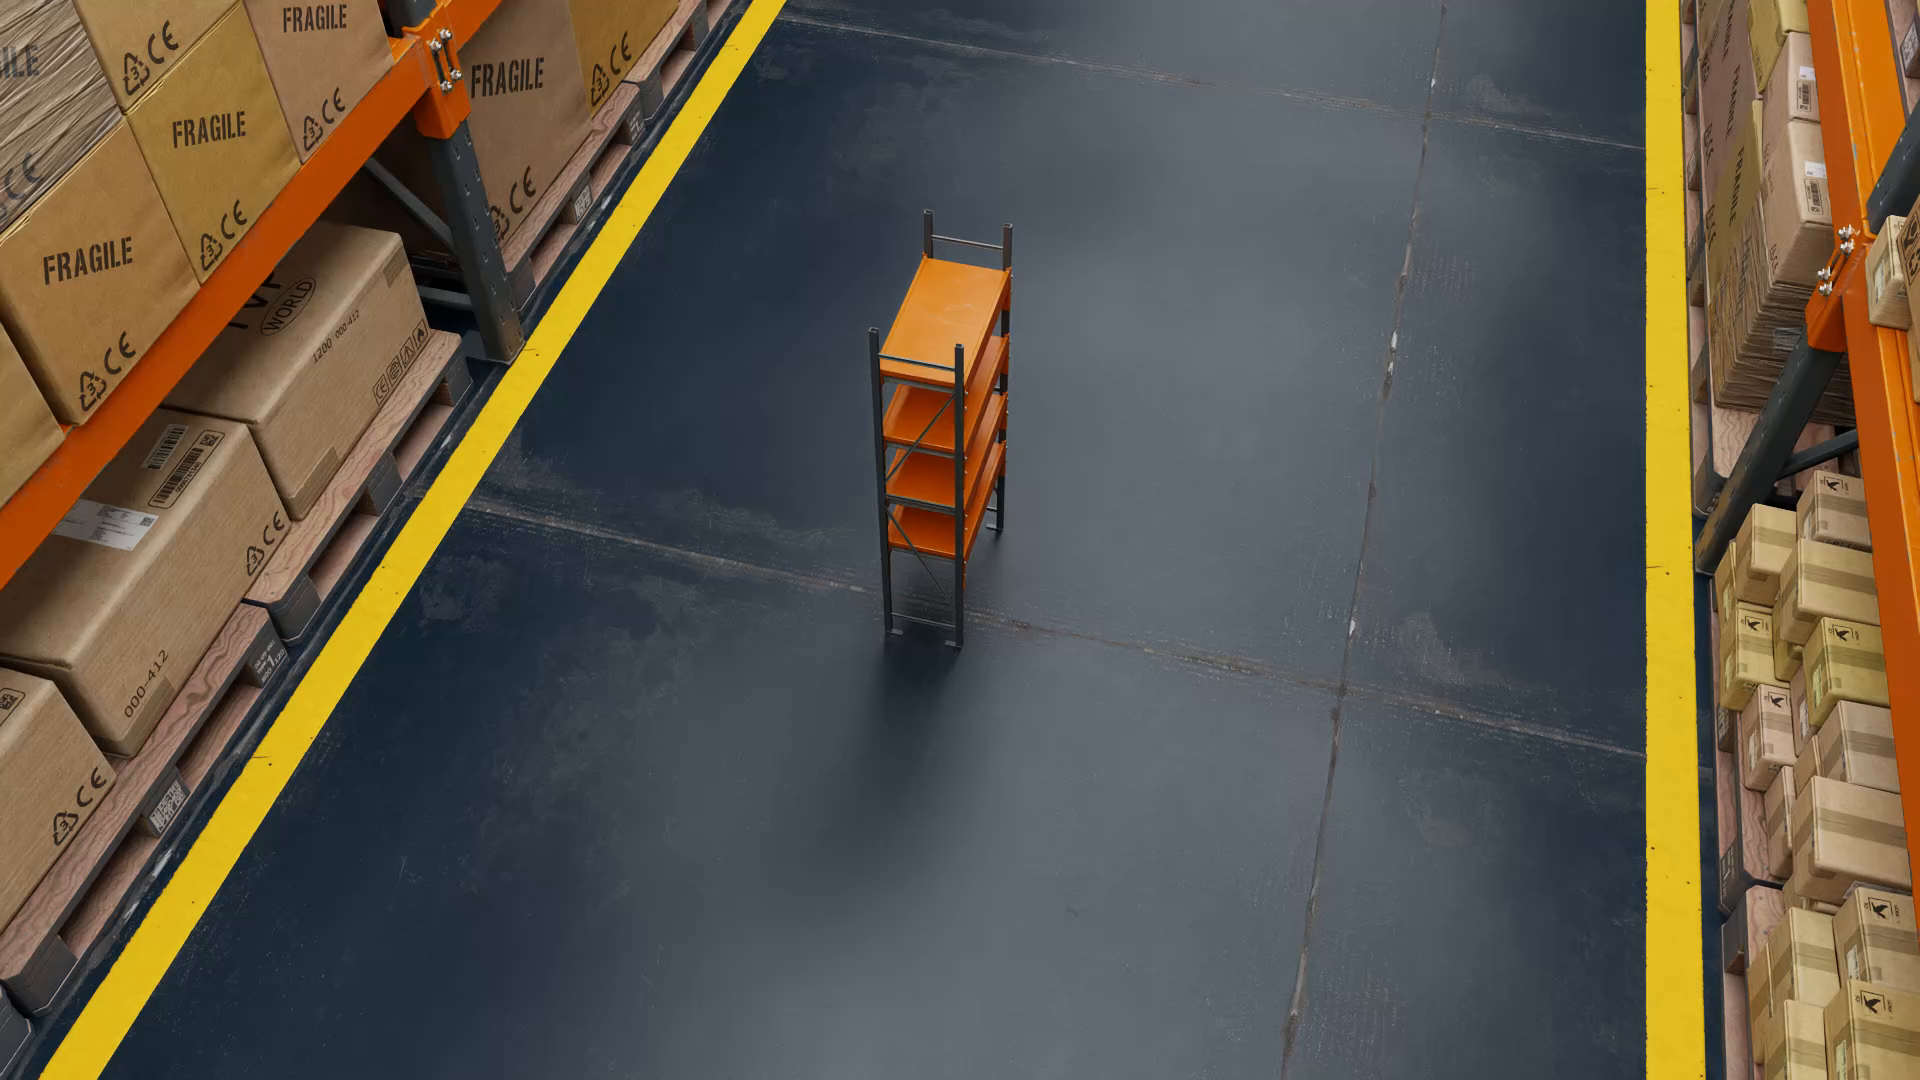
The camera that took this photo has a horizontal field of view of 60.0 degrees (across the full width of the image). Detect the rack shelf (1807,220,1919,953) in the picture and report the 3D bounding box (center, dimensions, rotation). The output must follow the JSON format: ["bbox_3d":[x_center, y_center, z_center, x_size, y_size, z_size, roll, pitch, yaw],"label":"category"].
[{"bbox_3d":[2.249,0.853,2.976,1.077,0.370,4.000,12,50,10],"label":"rack shelf"}]

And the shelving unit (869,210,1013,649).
[{"bbox_3d":[-0.044,-0.277,4.694,0.258,1.200,0.503,12,50,10],"label":"shelving unit"}]

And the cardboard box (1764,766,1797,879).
[{"bbox_3d":[2.266,0.749,4.210,0.380,0.149,0.250,11,49,9],"label":"cardboard box"}]

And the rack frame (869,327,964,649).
[{"bbox_3d":[-0.108,-0.101,4.539,0.240,1.200,0.015,12,50,10],"label":"rack frame"}]

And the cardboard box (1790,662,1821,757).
[{"bbox_3d":[2.362,0.457,4.269,0.380,0.149,0.250,11,50,10],"label":"cardboard box"}]

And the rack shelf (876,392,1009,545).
[{"bbox_3d":[-0.044,-0.233,4.745,0.258,0.148,0.480,12,50,10],"label":"rack shelf"}]

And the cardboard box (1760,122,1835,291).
[{"bbox_3d":[2.728,-0.980,5.002,0.500,0.250,0.500,10,49,9],"label":"cardboard box"}]

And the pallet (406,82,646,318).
[{"bbox_3d":[-1.896,-1.386,6.332,1.003,0.211,1.213,12,50,10],"label":"pallet"}]

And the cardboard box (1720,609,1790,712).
[{"bbox_3d":[2.300,0.365,4.549,0.380,0.149,0.250,13,50,11],"label":"cardboard box"}]

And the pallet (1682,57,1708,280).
[{"bbox_3d":[3.298,-1.358,6.308,1.003,0.211,1.213,12,50,10],"label":"pallet"}]

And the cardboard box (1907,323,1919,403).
[{"bbox_3d":[2.389,-0.407,3.776,0.380,0.149,0.250,13,50,11],"label":"cardboard box"}]

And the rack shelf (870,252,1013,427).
[{"bbox_3d":[-0.044,-0.537,4.400,0.258,0.148,0.480,12,50,10],"label":"rack shelf"}]

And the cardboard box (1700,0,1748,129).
[{"bbox_3d":[3.137,-1.839,6.260,0.500,0.500,0.500,10,49,9],"label":"cardboard box"}]

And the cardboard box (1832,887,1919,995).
[{"bbox_3d":[2.152,0.939,3.645,0.380,0.149,0.250,10,49,8],"label":"cardboard box"}]

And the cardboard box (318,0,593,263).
[{"bbox_3d":[-1.940,-1.636,5.830,0.875,0.875,0.875,13,50,11],"label":"cardboard box"}]

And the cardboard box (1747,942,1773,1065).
[{"bbox_3d":[2.068,1.119,3.883,0.380,0.149,0.250,10,49,9],"label":"cardboard box"}]

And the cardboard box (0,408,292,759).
[{"bbox_3d":[-2.530,0.054,4.631,0.875,0.438,0.875,10,49,9],"label":"cardboard box"}]

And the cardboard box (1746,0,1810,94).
[{"bbox_3d":[3.001,-1.735,5.667,0.500,0.250,0.500,10,49,8],"label":"cardboard box"}]

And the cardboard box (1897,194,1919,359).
[{"bbox_3d":[2.402,-0.655,3.562,0.500,0.500,0.500,11,49,9],"label":"cardboard box"}]

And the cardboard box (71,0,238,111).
[{"bbox_3d":[-2.026,-1.338,3.697,0.500,0.500,0.500,11,49,9],"label":"cardboard box"}]

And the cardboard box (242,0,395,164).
[{"bbox_3d":[-1.902,-1.383,4.403,0.500,0.500,0.500,12,50,10],"label":"cardboard box"}]

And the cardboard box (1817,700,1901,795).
[{"bbox_3d":[2.290,0.557,3.982,0.380,0.149,0.250,10,49,9],"label":"cardboard box"}]

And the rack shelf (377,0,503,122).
[{"bbox_3d":[-1.500,-2.944,6.328,1.077,0.370,4.000,12,50,10],"label":"rack shelf"}]

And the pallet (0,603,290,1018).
[{"bbox_3d":[-2.621,0.607,4.574,1.003,0.211,1.213,12,50,10],"label":"pallet"}]

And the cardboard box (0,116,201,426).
[{"bbox_3d":[-2.150,-0.643,3.750,0.500,0.500,0.500,11,49,9],"label":"cardboard box"}]

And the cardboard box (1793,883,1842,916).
[{"bbox_3d":[2.193,0.846,3.925,0.380,0.149,0.250,14,50,12],"label":"cardboard box"}]

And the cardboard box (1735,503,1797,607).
[{"bbox_3d":[2.372,0.073,4.608,0.380,0.149,0.250,14,50,12],"label":"cardboard box"}]

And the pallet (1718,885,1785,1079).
[{"bbox_3d":[2.314,1.469,3.813,1.003,0.211,1.213,12,50,10],"label":"pallet"}]

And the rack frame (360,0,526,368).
[{"bbox_3d":[-2.026,-1.736,4.781,1.000,3.000,0.127,12,50,10],"label":"rack frame"}]

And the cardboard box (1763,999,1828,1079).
[{"bbox_3d":[1.977,1.190,3.622,0.380,0.149,0.250,12,50,10],"label":"cardboard box"}]

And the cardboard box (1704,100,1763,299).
[{"bbox_3d":[2.863,-1.100,5.607,0.500,0.500,0.500,11,49,9],"label":"cardboard box"}]

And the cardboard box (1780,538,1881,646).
[{"bbox_3d":[2.356,0.172,4.323,0.380,0.149,0.250,14,50,12],"label":"cardboard box"}]

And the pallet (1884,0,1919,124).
[{"bbox_3d":[3.117,-1.292,4.518,1.003,0.211,1.213,12,50,10],"label":"pallet"}]
